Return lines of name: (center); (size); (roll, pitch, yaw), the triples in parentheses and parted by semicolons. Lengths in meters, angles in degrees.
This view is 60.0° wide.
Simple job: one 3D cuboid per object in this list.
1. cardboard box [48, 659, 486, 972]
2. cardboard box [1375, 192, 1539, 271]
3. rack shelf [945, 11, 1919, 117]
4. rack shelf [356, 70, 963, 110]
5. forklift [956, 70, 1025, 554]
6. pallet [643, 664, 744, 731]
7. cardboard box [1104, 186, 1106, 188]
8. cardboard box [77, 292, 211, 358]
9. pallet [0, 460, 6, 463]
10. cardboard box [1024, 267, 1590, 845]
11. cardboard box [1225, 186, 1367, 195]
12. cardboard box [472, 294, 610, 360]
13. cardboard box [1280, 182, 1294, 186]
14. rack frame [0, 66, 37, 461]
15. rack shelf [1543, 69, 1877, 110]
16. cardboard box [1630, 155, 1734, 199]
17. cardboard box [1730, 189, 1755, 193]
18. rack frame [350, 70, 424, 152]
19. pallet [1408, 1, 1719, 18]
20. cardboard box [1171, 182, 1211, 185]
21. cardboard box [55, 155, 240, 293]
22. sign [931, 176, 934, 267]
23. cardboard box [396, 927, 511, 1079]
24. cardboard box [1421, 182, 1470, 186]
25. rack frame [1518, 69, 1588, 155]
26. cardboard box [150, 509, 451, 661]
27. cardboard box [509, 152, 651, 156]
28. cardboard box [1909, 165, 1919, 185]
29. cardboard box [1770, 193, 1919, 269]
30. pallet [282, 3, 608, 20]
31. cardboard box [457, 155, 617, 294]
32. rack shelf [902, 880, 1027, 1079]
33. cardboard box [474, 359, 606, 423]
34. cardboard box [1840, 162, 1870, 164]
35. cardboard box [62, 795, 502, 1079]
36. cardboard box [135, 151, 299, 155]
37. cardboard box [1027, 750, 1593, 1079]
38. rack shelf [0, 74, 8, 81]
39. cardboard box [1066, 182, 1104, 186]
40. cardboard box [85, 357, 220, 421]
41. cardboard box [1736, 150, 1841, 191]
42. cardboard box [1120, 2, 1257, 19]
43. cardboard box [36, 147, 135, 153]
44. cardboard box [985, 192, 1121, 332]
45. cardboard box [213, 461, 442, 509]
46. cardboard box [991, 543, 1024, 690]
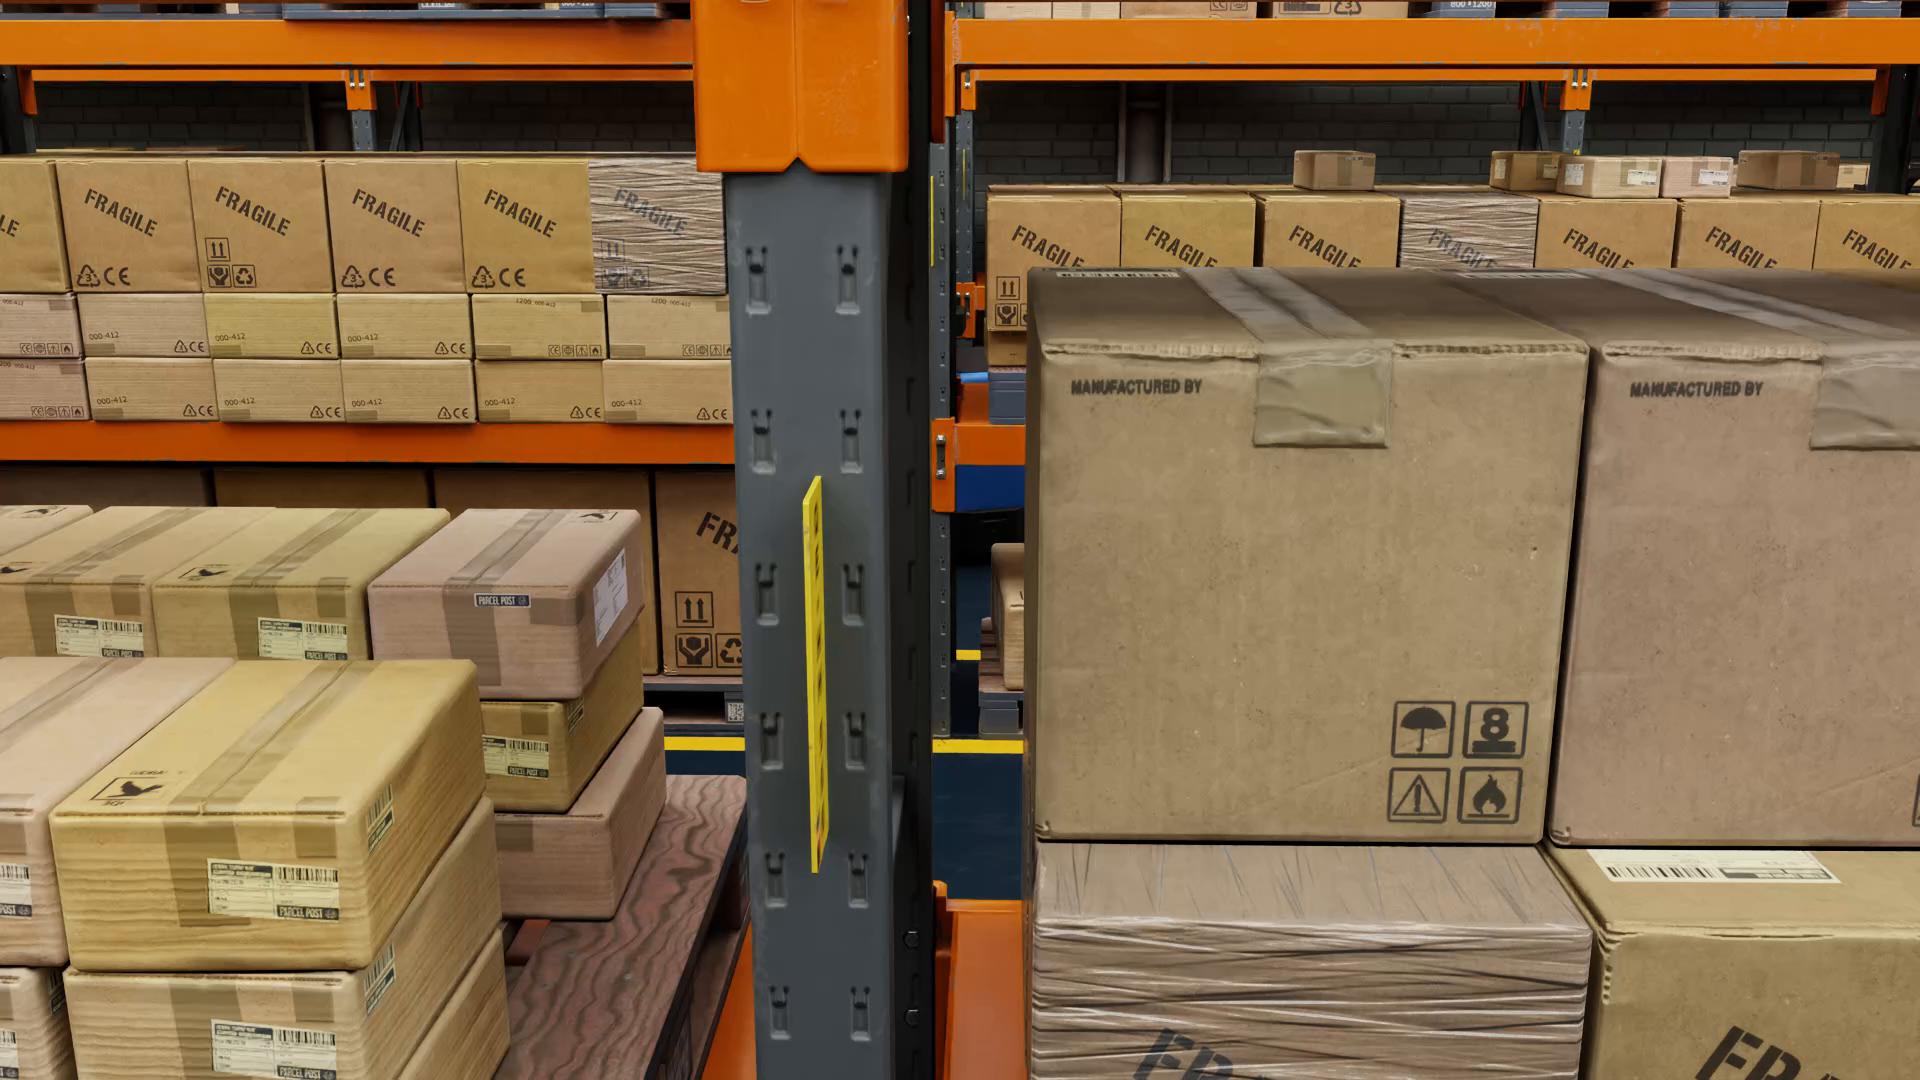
cardboard box: (-0.619, 0.242, 1.547); (0.250, 0.149, 0.380); (0, 15, -1)
cardboard box: (1.904, -1.091, 6.491); (0.500, 0.500, 0.500); (0, 15, -1)
rack shelf: (1.908, -1.855, 6.523); (4.000, 0.370, 1.077); (0, 15, 1)
rack shelf: (-1.968, -3.147, 11.420); (4.000, 0.370, 1.077); (0, 15, 1)
forklift: (-0.828, -1.339, 9.169); (3.031, 2.935, 1.130); (-5, 16, -19)
pallet: (-0.878, 0.558, 7.311); (1.213, 0.211, 1.003); (0, 15, 1)
cardboard box: (0.867, -2.320, 11.286); (0.250, 0.149, 0.380); (1, 15, 3)
cardboard box: (-3.136, -0.890, 6.648); (0.500, 0.250, 0.500); (1, 15, 2)
pallet: (-7.093, -0.730, 12.194); (1.213, 0.211, 1.003); (0, 15, 1)
cardboard box: (0.331, -0.029, 1.915); (0.500, 0.500, 0.700); (0, 15, 1)
cardboard box: (1.392, -1.226, 7.003); (0.500, 0.500, 0.500); (-1, 15, -2)
cardboard box: (-1.607, -0.874, 6.587); (0.500, 0.250, 0.500); (0, 15, 0)
cardboard box: (2.411, -2.446, 11.765); (0.250, 0.149, 0.380); (0, 15, 1)
rack frame: (-4.090, -0.792, 6.962); (0.127, 3.000, 1.000); (0, 15, 1)
rack shelf: (6.029, -3.095, 11.222); (4.000, 0.370, 1.077); (0, 15, 1)
cardboard box: (2.750, -1.395, 6.375); (0.250, 0.149, 0.380); (0, 15, 0)
cardboard box: (2.945, -1.214, 6.961); (0.500, 0.500, 0.500); (0, 15, 2)
rack frame: (-3.967, -2.058, 11.760); (0.127, 3.000, 1.000); (0, 15, 1)
pallet: (2.256, -2.137, 6.546); (1.003, 0.211, 1.213); (0, 15, 1)
cardboard box: (1.641, -2.467, 11.844); (0.250, 0.149, 0.380); (0, 15, 0)
cardboard box: (-3.149, -1.251, 6.547); (0.500, 0.500, 0.500); (0, 15, 1)
sign: (-0.103, -1.184, 6.179); (0.005, 0.325, 0.100); (0, 15, 1)
cardboard box: (-0.622, 0.530, 1.622); (0.250, 0.149, 0.380); (1, 15, 2)
cardboard box: (3.417, -2.440, 11.740); (0.250, 0.149, 0.380); (0, 15, 0)
rack frame: (4.030, -2.006, 11.562); (0.127, 3.000, 1.000); (0, 15, 1)
cardboard box: (-0.843, 0.074, 2.181); (0.250, 0.149, 0.380); (0, 15, 0)
cardboard box: (-1.591, -1.371, 7.002); (0.500, 0.500, 0.500); (1, 15, 3)
cardboard box: (6.387, -2.417, 11.070); (0.250, 0.149, 0.380); (1, 15, 3)
cardboard box: (3.439, -1.080, 6.450); (0.500, 0.500, 0.500); (0, 15, 0)
pallet: (-1.855, -2.122, 6.494); (1.213, 0.211, 1.003); (1, 15, 4)
cardboard box: (-1.625, -1.241, 6.506); (0.500, 0.500, 0.500); (0, 15, 1)
rack shelf: (1.882, 0.858, 2.118); (4.000, 0.370, 1.077); (0, 15, 1)
cardboard box: (-1.618, -0.637, 6.669); (0.500, 0.250, 0.500); (0, 15, 1)
cardboard box: (6.153, -2.560, 11.611); (0.250, 0.149, 0.380); (0, 15, 2)
cardboard box: (-0.623, 0.385, 1.588); (0.250, 0.149, 0.380); (1, 15, 3)
cardboard box: (-3.120, -1.383, 7.048); (0.500, 0.500, 0.500); (1, 15, 3)
cardboard box: (0.325, 0.521, 1.791); (0.500, 0.500, 0.500); (1, 15, 2)
rack shelf: (-6.090, -1.908, 6.720); (4.000, 0.370, 1.077); (0, 15, 1)
cardboard box: (0.883, -2.453, 11.789); (0.250, 0.149, 0.380); (0, 15, 1)
cardboard box: (-3.140, -0.646, 6.704); (0.500, 0.250, 0.500); (0, 15, 0)
cardboard box: (3.446, -1.542, 6.931); (0.250, 0.149, 0.380); (0, 15, 1)
cardboard box: (0.856, -2.256, 6.435); (0.500, 0.500, 0.700); (0, 15, 1)
cardboard box: (-6.020, -2.436, 11.436); (0.500, 0.500, 0.500); (1, 15, 3)
cardboard box: (0.352, -1.099, 6.524); (0.500, 0.500, 0.500); (0, 15, 0)
cardboard box: (-2.565, 0.020, 7.227); (0.875, 0.875, 0.875); (1, 15, 3)
cardboard box: (0.473, 0.308, 7.121); (0.625, 0.372, 0.950); (-1, 15, -2)
